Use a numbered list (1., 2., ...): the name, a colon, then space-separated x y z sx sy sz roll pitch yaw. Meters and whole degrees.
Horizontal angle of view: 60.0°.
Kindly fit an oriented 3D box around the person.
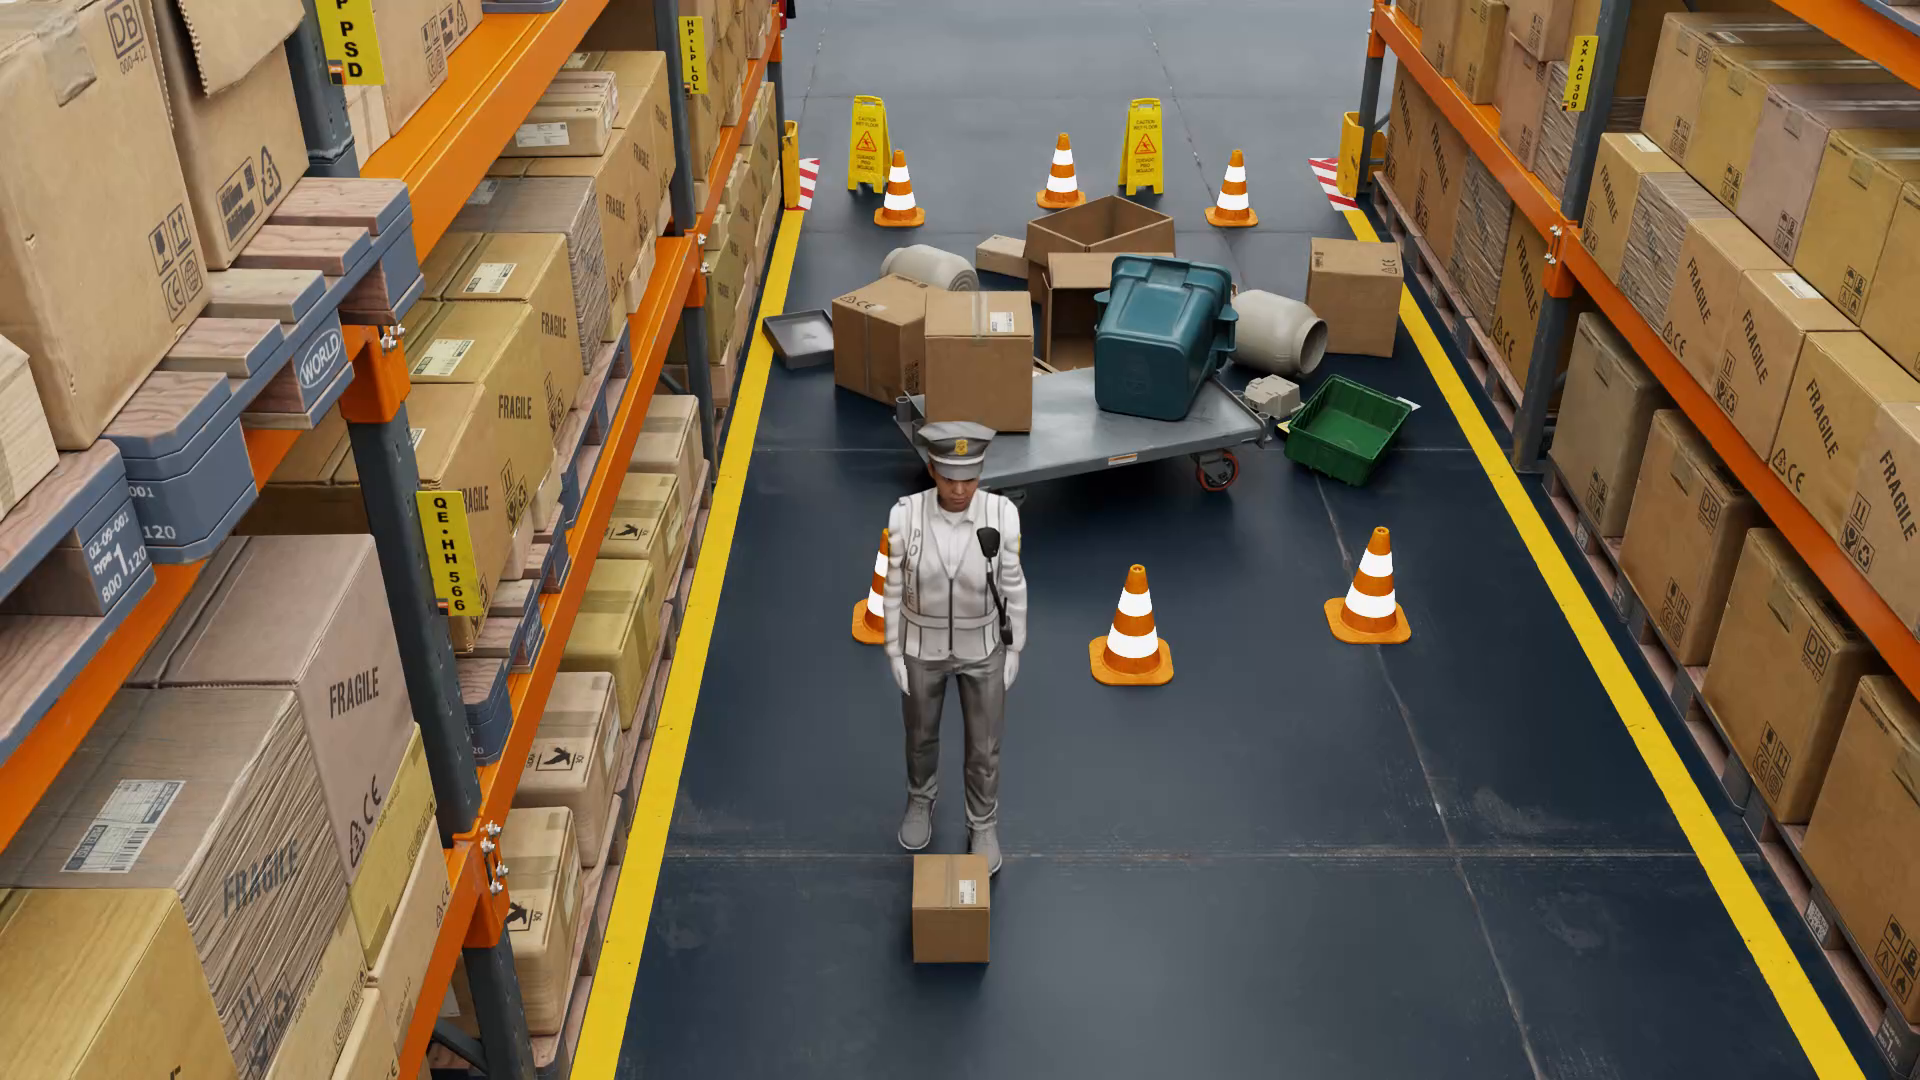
1. person: -0.017 0.365 5.539 0.474 1.698 0.431 0 32 0
